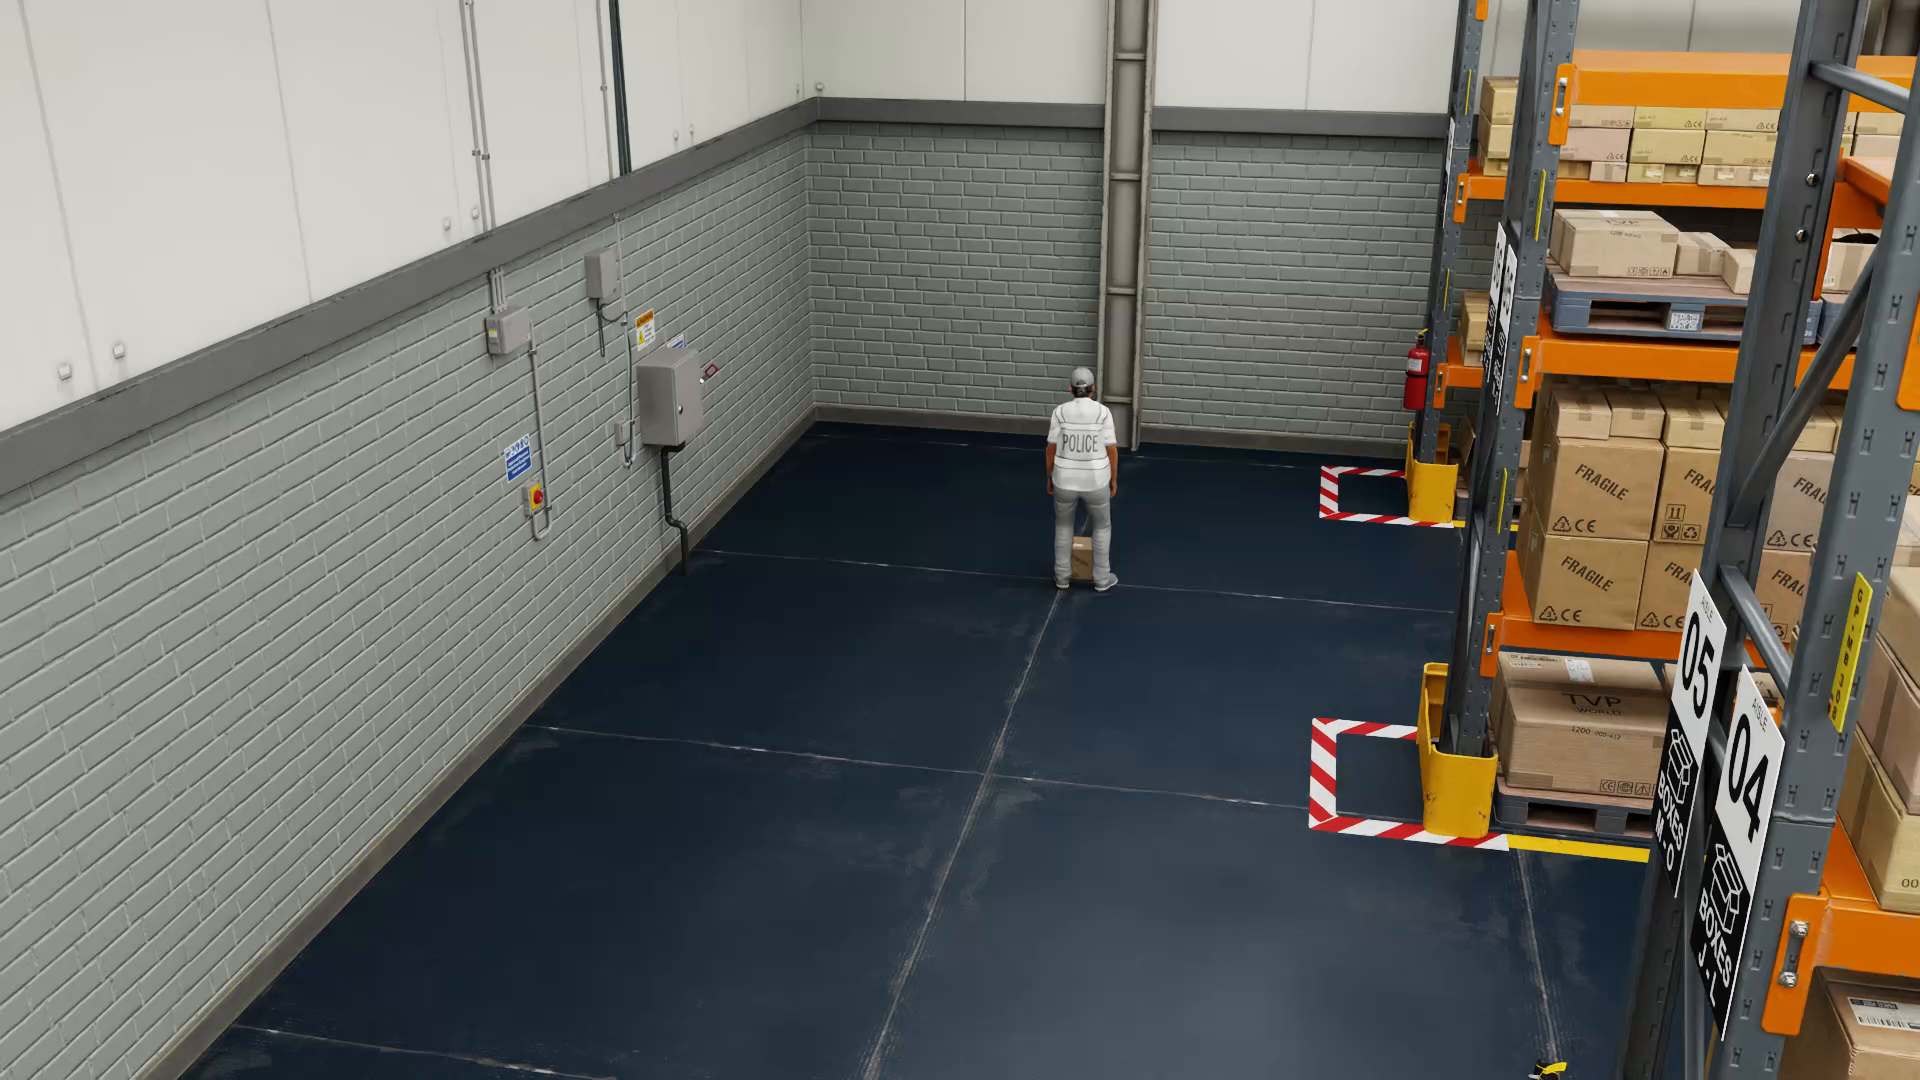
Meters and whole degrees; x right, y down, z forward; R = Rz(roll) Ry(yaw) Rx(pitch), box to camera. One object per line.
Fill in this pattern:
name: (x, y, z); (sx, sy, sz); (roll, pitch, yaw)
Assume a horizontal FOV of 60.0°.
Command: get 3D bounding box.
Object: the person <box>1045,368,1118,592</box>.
person: (0.902, -0.436, 12.176); (0.548, 1.664, 0.470); (3, 22, 9)
